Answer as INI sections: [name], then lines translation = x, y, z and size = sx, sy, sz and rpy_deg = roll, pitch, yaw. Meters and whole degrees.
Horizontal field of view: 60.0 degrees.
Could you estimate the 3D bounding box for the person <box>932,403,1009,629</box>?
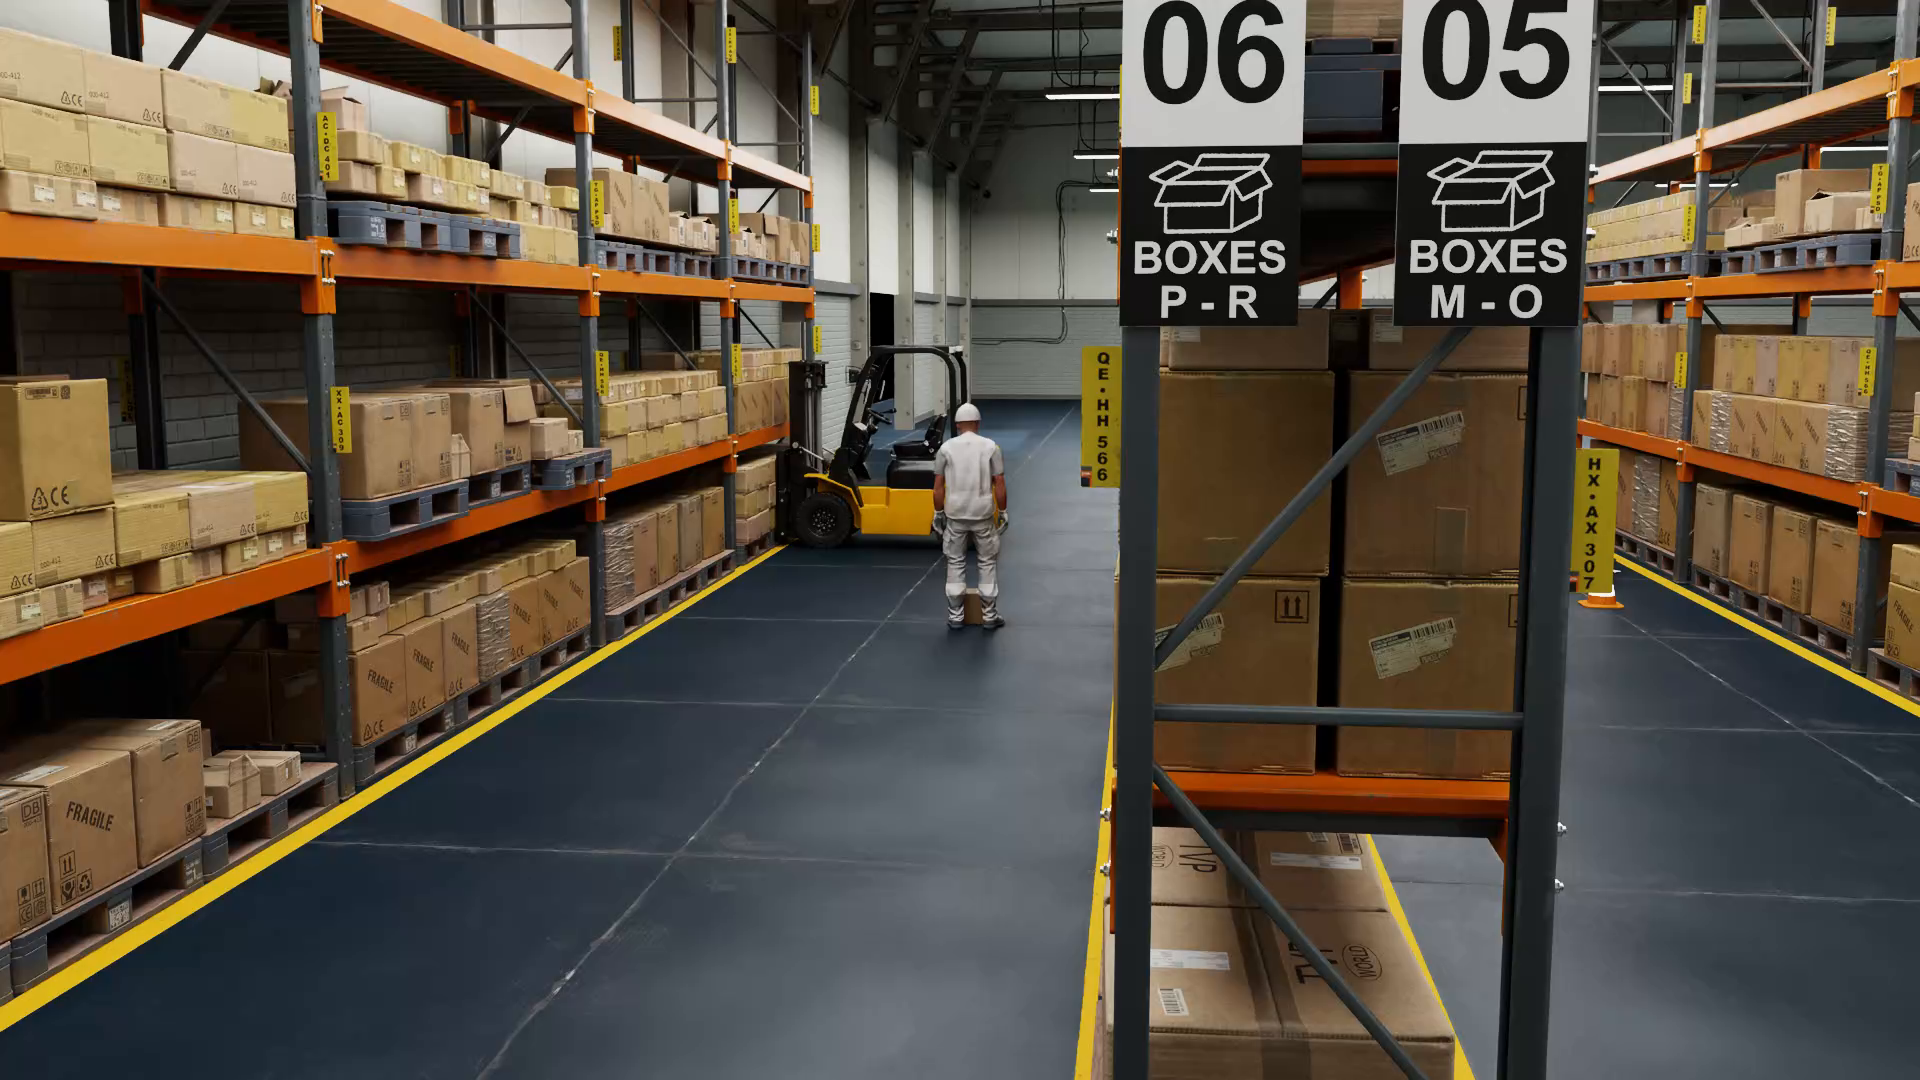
[person]
translation = 0.084, -0.189, 13.169
size = 0.609, 1.779, 0.449
rpy_deg = 1, 8, 4
